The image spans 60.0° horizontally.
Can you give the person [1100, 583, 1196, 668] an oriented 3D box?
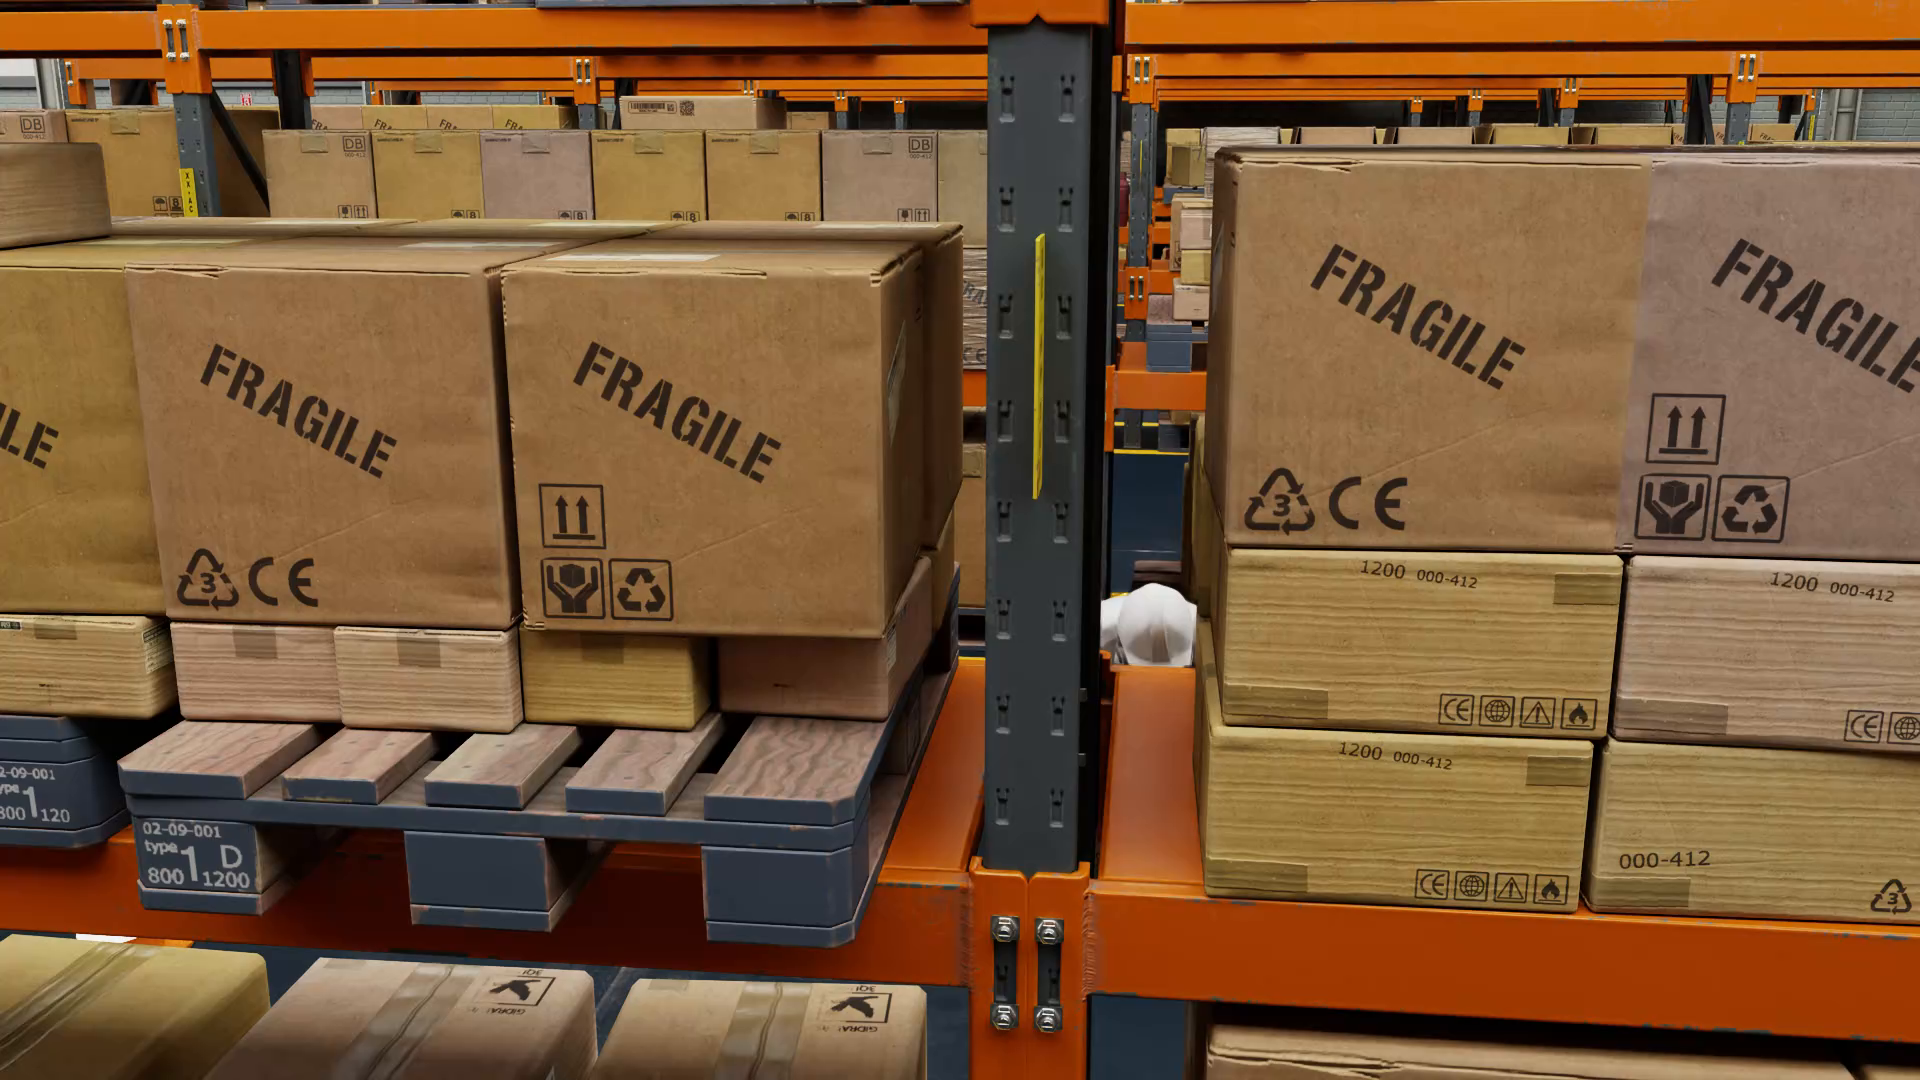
[{"bbox_3d":[0.571,0.553,5.272,0.546,1.039,0.870,2,14,6],"label":"person"}]
